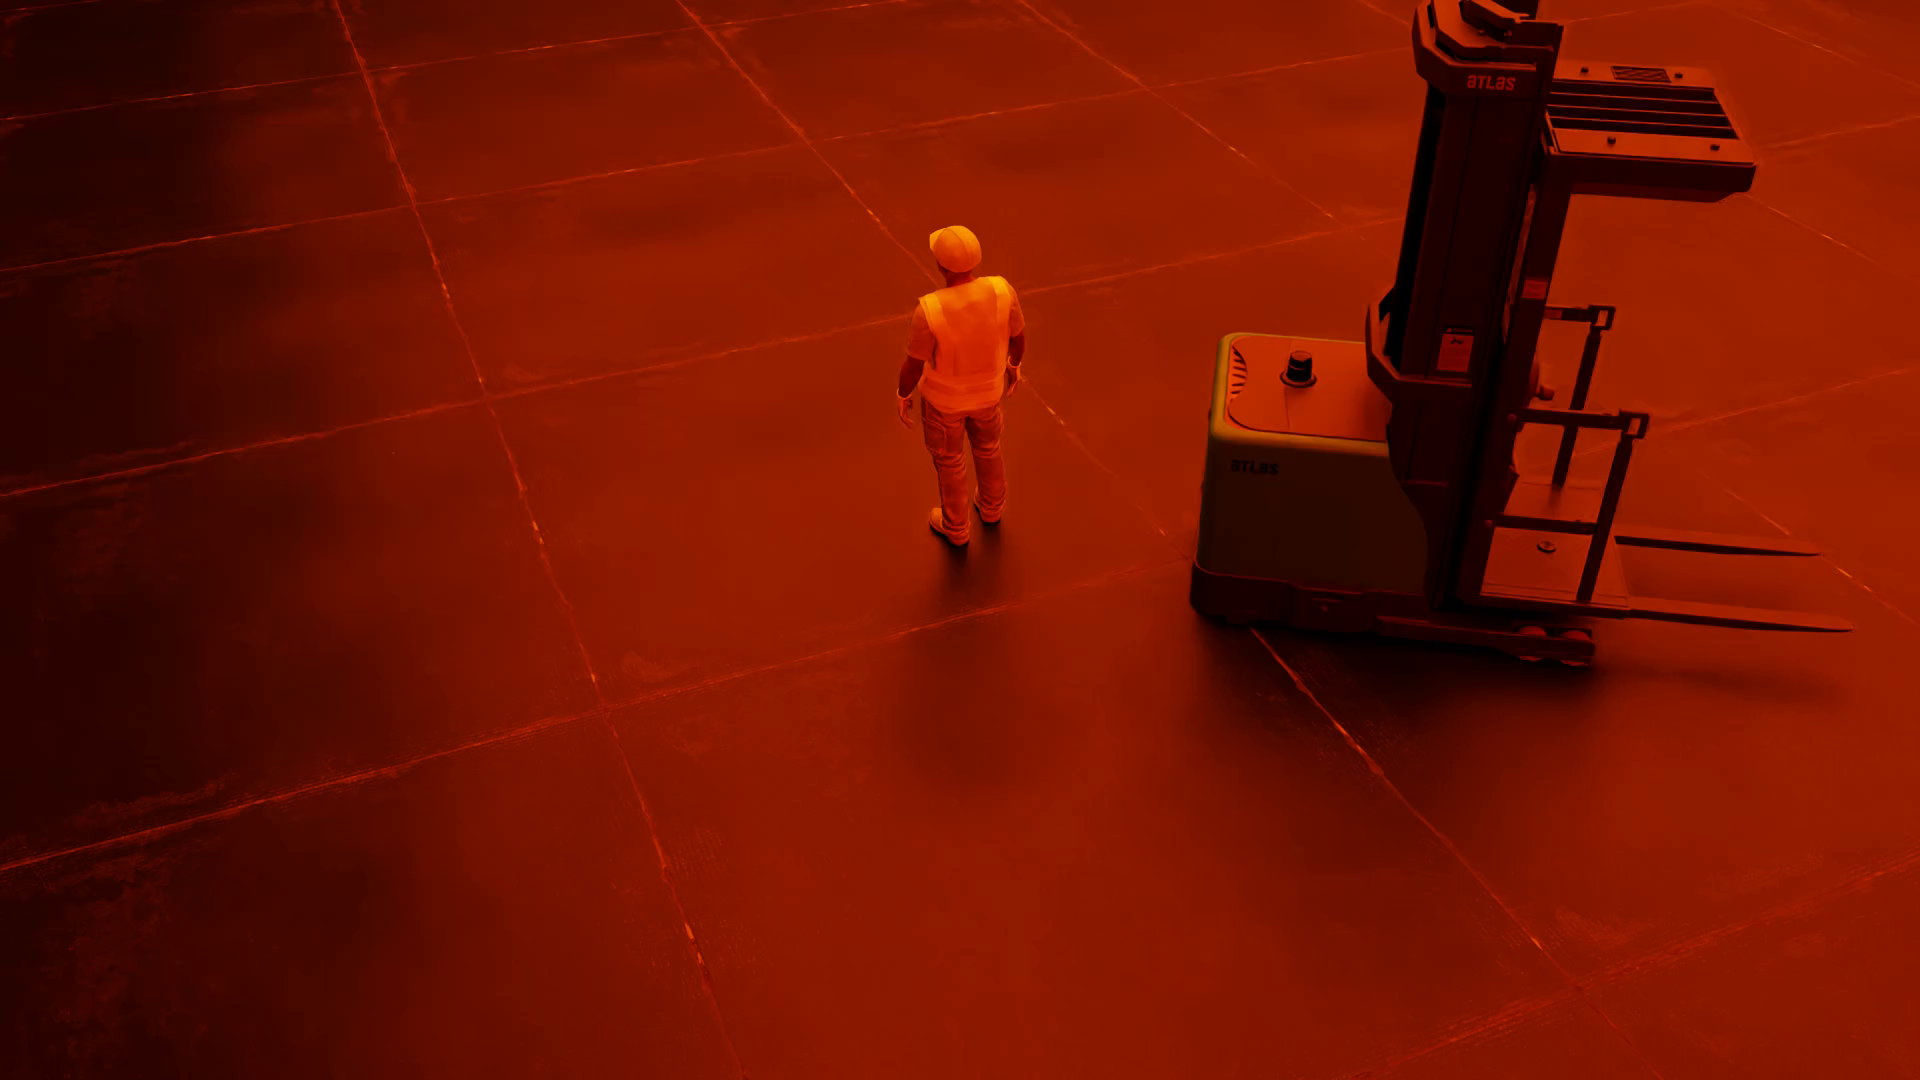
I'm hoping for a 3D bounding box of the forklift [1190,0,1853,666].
[{"bbox_3d":[2.683,-0.939,7.419,3.031,2.935,1.130,6,36,8],"label":"forklift"}]

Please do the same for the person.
[{"bbox_3d":[-0.021,-0.771,8.165,0.656,1.776,0.576,-14,38,-19],"label":"person"}]
